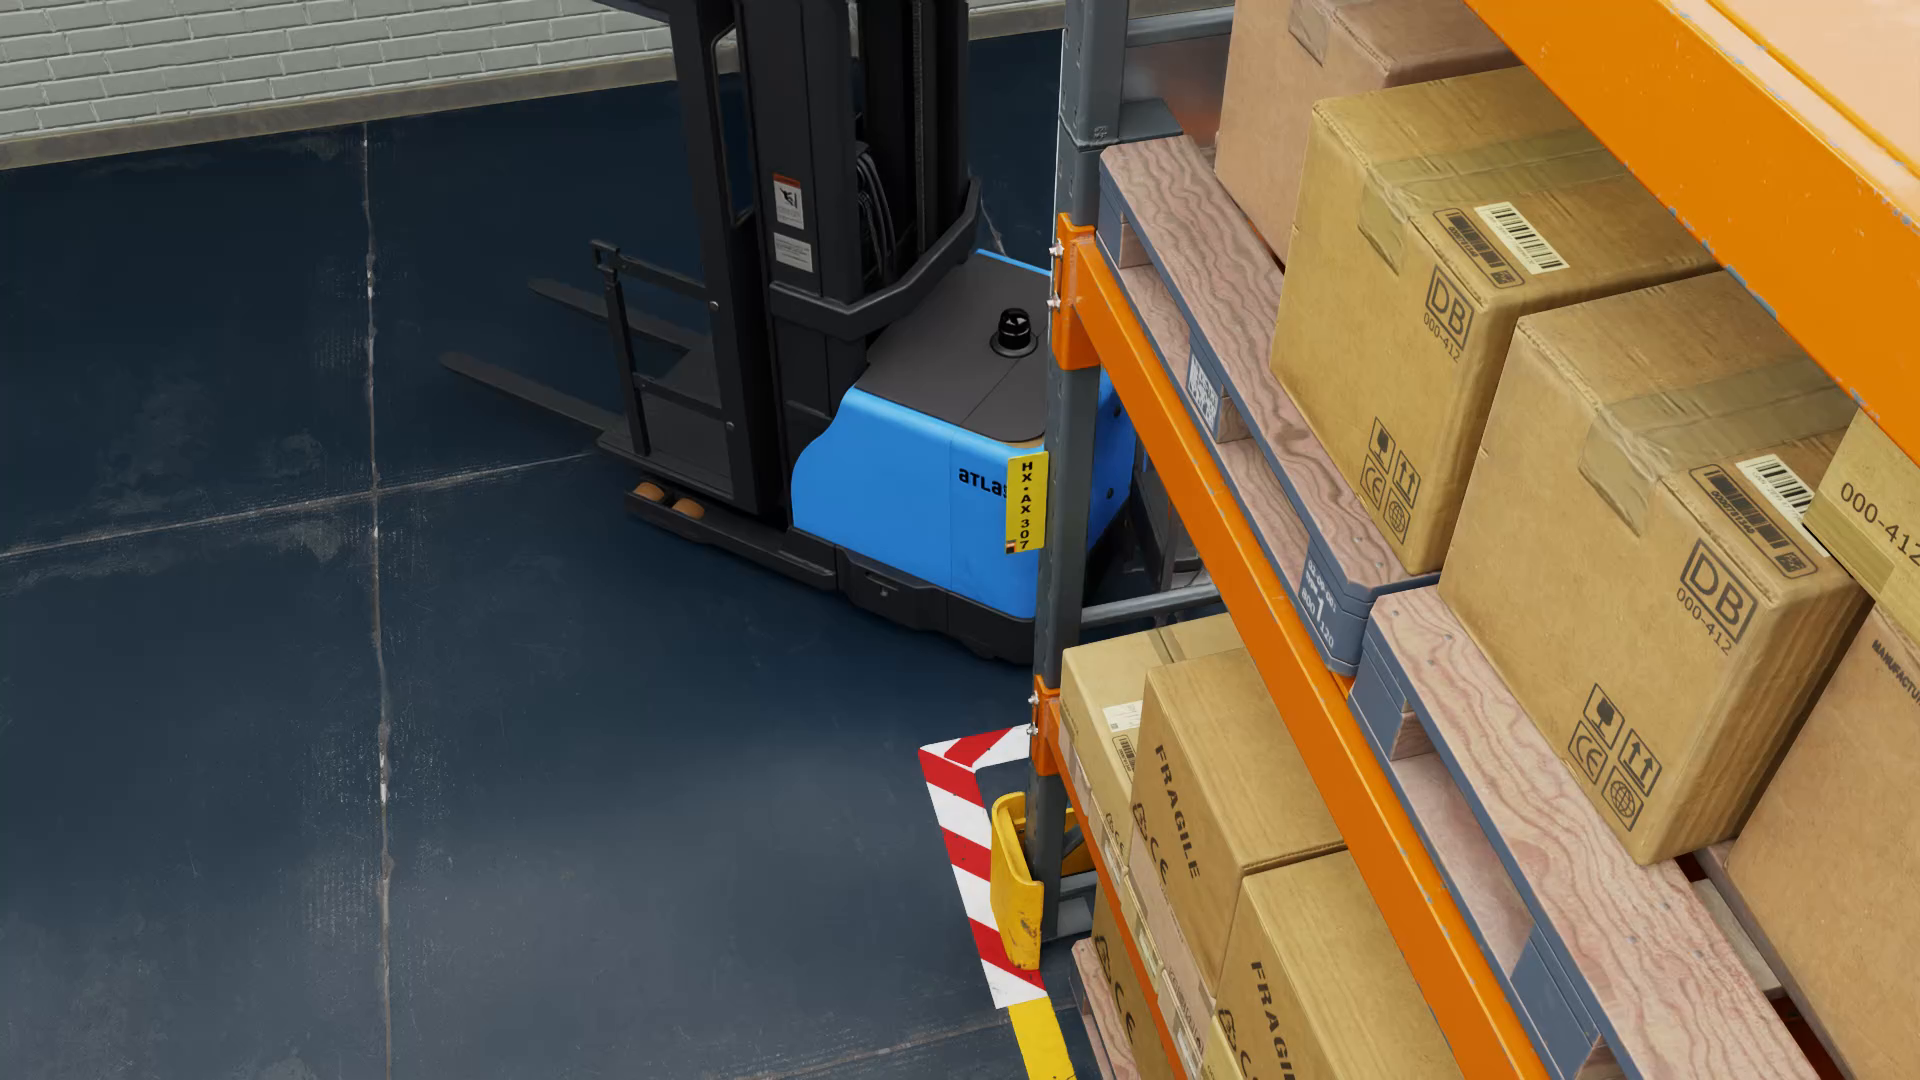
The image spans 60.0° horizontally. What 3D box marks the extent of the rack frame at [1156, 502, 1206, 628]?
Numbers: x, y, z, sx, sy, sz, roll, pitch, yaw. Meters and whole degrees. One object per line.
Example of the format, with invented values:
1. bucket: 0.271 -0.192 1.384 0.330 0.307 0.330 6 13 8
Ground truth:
1. rack frame: 0.920 -0.281 5.555 0.400 2.100 0.015 -6 46 -6

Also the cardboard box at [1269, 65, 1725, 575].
1. cardboard box: 0.913 -0.362 2.470 0.700 0.500 0.500 -12 47 -12

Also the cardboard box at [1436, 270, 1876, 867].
1. cardboard box: 1.092 -0.013 2.129 0.700 0.500 0.500 -14 47 -13

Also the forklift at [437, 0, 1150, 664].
1. forklift: -0.784 -1.337 6.008 3.031 2.935 1.130 22 49 20

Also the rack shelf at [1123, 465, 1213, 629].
1. rack shelf: 0.883 0.047 6.233 0.431 0.518 0.480 -6 46 -6

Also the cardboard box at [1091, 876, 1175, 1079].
1. cardboard box: 0.942 1.170 4.697 0.875 0.875 0.875 -11 47 -10

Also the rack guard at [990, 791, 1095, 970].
1. rack guard: 0.695 1.004 5.416 1.175 0.500 0.348 -11 47 -10

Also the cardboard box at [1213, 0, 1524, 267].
1. cardboard box: 0.886 -0.772 2.872 0.700 0.500 0.500 -13 47 -13

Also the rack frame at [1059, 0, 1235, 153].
1. rack frame: 0.701 -1.954 2.364 1.000 3.000 0.127 -11 47 -10

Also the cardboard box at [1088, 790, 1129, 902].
1. cardboard box: 0.540 0.716 4.124 0.380 0.149 0.250 -11 47 -11

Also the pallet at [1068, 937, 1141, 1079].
1. pallet: 0.981 1.659 4.976 1.003 0.211 1.213 -11 47 -10

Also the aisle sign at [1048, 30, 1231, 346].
1. aisle sign: 0.392 -0.759 3.574 0.394 0.787 0.004 -11 47 -10

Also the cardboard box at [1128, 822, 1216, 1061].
1. cardboard box: 0.702 0.832 3.731 0.500 0.250 0.500 -11 47 -11

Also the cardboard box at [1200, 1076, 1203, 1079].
1. cardboard box: 0.737 1.248 3.603 0.380 0.149 0.250 -12 47 -11

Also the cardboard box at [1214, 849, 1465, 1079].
1. cardboard box: 0.829 0.914 3.126 0.500 0.500 0.500 -12 47 -11

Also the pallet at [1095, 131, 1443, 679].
1. pallet: 0.901 -0.363 2.967 1.003 0.211 1.213 -11 47 -10

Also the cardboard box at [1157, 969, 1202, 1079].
1. cardboard box: 0.673 1.072 3.775 0.380 0.149 0.250 -11 47 -11

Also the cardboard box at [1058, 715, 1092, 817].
1. cardboard box: 0.473 0.539 4.297 0.380 0.149 0.250 -10 46 -10

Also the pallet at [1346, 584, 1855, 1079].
1. pallet: 1.217 0.481 2.140 1.003 0.211 1.213 -11 47 -10

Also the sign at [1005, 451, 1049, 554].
1. sign: 0.163 -0.088 4.074 0.100 0.325 0.005 -11 47 -10

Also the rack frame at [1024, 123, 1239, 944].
1. rack frame: 0.701 0.146 4.507 1.000 3.000 0.127 -11 47 -10

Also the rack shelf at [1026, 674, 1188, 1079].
1. rack shelf: 1.213 1.778 3.411 1.077 0.370 4.000 -11 47 -10

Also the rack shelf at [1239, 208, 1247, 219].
1. rack shelf: 0.883 -0.933 5.233 0.431 0.518 0.480 -6 46 -6

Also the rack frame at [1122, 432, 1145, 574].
1. rack frame: 0.845 -0.625 5.892 0.400 2.100 0.015 -6 46 -6

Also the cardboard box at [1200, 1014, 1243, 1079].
1. cardboard box: 0.827 1.180 3.390 0.500 0.250 0.500 -12 47 -12

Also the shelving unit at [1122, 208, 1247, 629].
1. shelving unit: 0.883 -0.453 5.724 0.431 2.100 0.503 -6 46 -6

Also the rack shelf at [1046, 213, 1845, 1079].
1. rack shelf: 1.213 0.728 2.340 1.077 0.370 4.000 -11 47 -10

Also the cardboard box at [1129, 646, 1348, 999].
1. cardboard box: 0.691 0.557 3.475 0.500 0.500 0.500 -12 47 -11

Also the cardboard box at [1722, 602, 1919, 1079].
1. cardboard box: 1.336 0.352 1.770 0.700 0.500 0.500 -9 46 -9

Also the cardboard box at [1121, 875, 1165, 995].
1. cardboard box: 0.606 0.893 3.951 0.380 0.149 0.250 -12 47 -11

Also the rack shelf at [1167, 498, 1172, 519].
1. rack shelf: 0.883 -0.443 5.733 0.431 0.518 0.480 -6 46 -6

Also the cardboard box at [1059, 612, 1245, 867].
1. cardboard box: 0.563 0.475 4.081 0.500 0.250 0.500 -12 47 -11

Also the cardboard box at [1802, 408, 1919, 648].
1. cardboard box: 1.208 0.013 1.578 0.500 0.250 0.500 -12 47 -12
